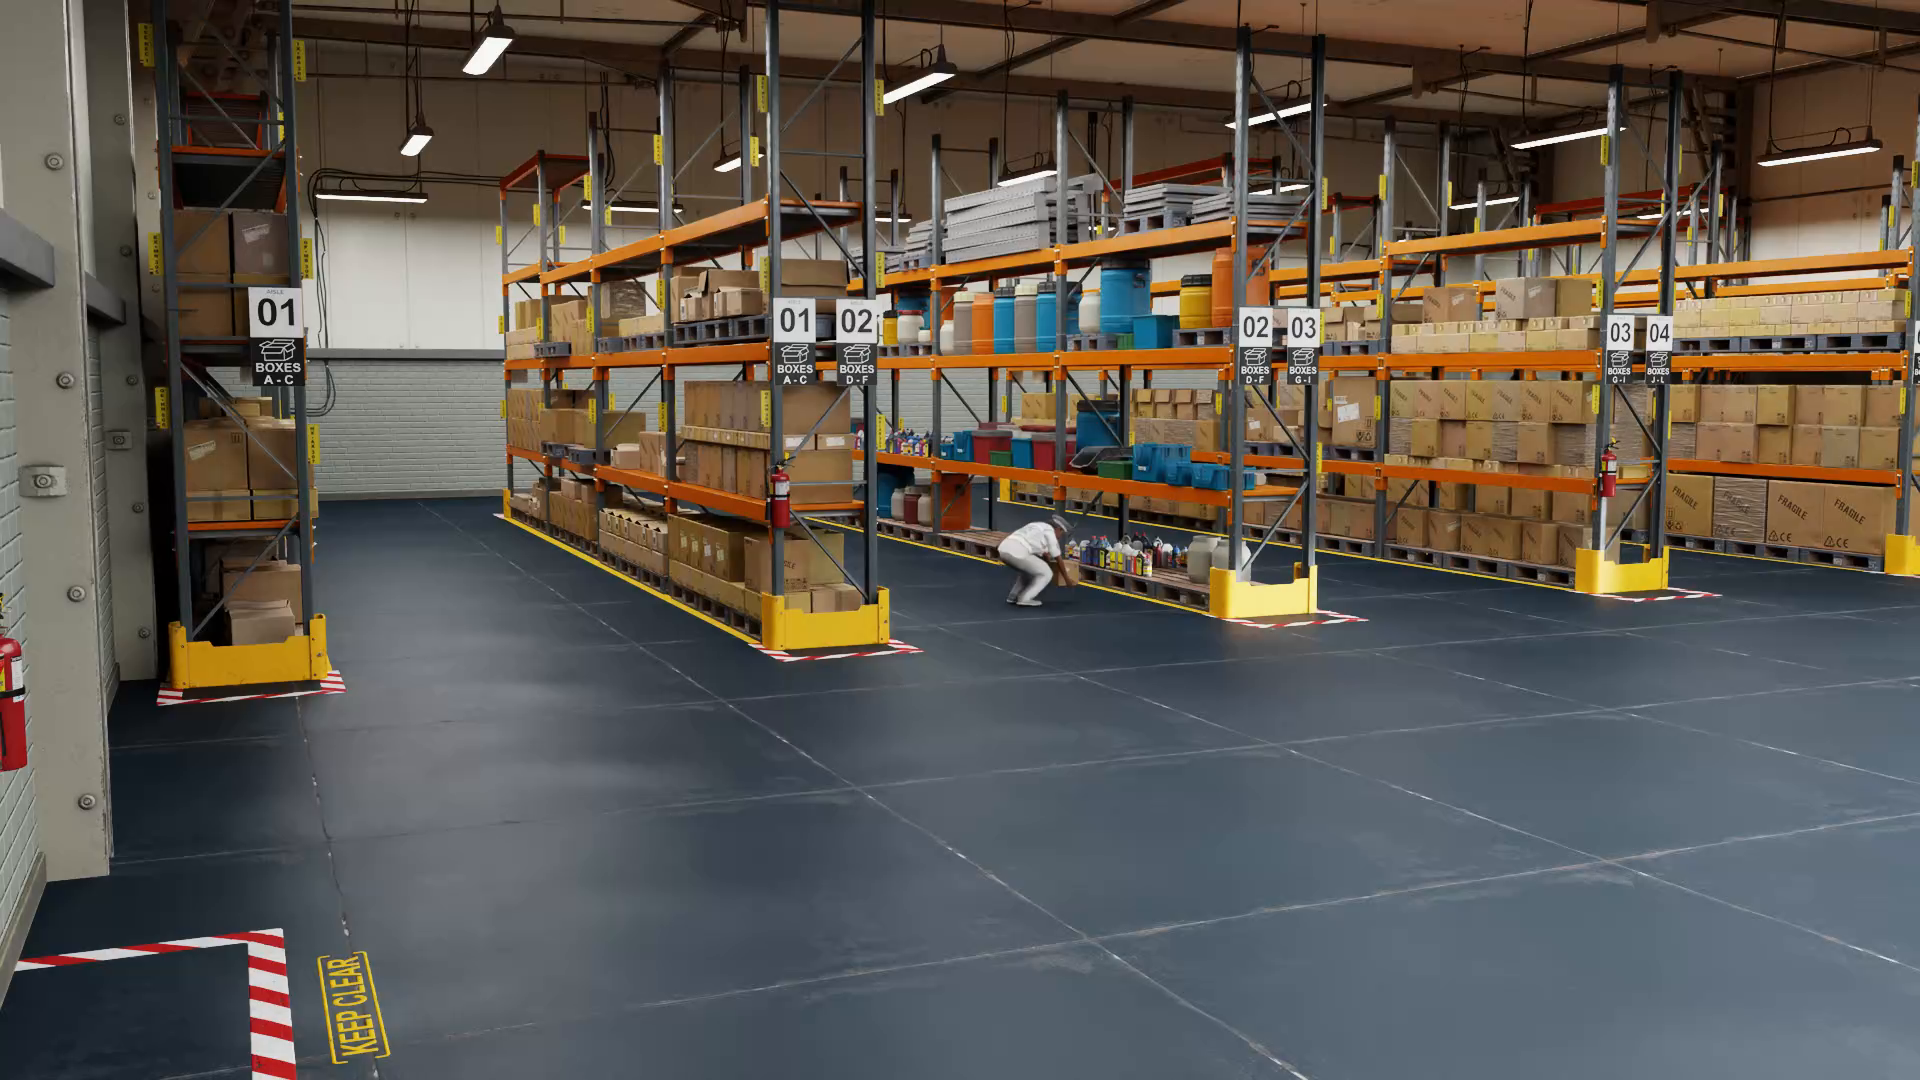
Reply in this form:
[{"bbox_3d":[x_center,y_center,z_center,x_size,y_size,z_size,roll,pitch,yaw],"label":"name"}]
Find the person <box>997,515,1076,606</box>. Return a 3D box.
[{"bbox_3d":[0.841,0.223,18.323,0.891,0.977,0.463,-3,6,-25],"label":"person"}]
